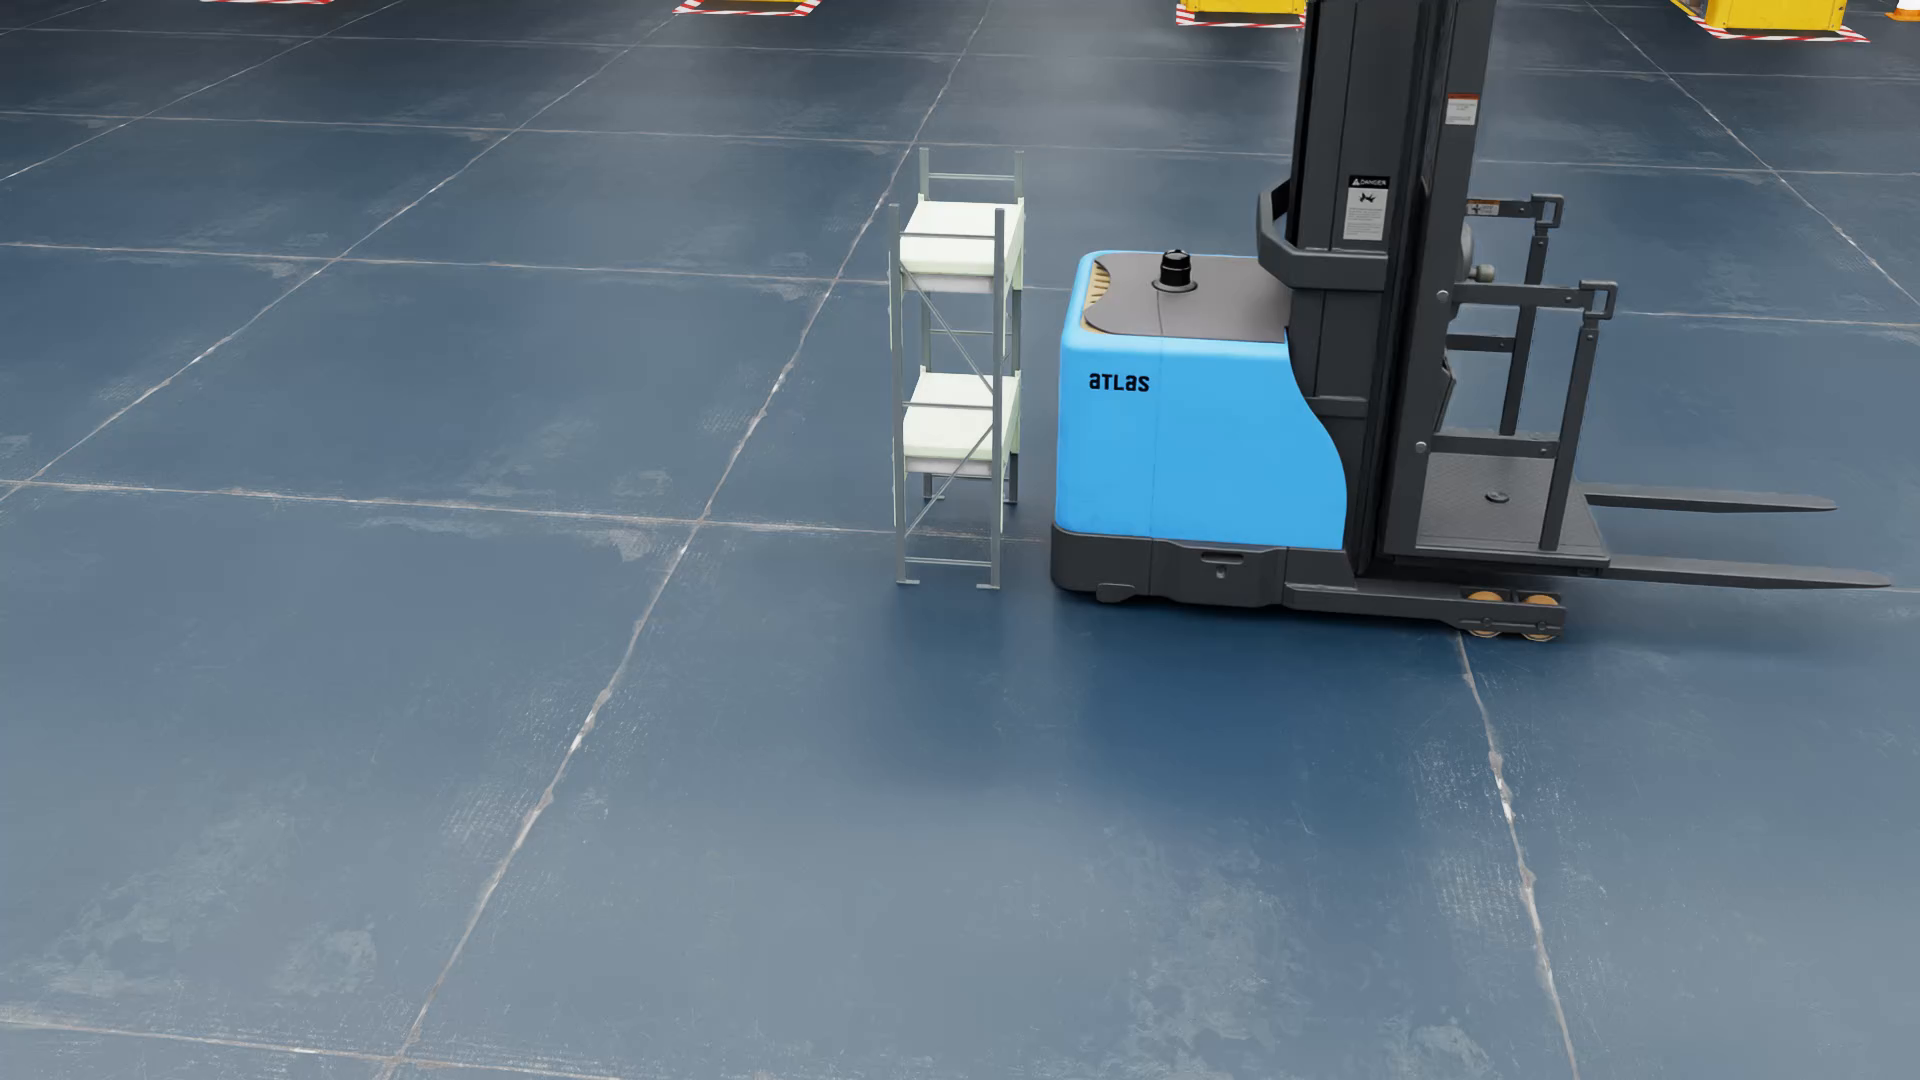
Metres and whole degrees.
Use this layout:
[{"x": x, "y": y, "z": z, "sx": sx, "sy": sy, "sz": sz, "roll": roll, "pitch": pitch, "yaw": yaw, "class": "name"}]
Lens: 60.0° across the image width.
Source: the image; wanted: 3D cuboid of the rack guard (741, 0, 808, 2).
[{"x": -2.126, "y": -5.796, "z": 16.981, "sx": 1.175, "sy": 0.500, "sz": 0.348, "roll": 3, "pitch": 28, "yaw": 6, "class": "rack guard"}]

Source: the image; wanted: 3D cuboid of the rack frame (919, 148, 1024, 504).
[{"x": 0.044, "y": -0.829, "z": 6.708, "sx": 0.400, "sy": 1.500, "sz": 0.023, "roll": 3, "pitch": 28, "yaw": 6, "class": "rack frame"}]

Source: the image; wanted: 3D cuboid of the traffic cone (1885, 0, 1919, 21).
[{"x": 9.211, "y": -5.285, "z": 16.071, "sx": 0.336, "sy": 0.463, "sz": 0.334, "roll": 3, "pitch": 28, "yaw": 6, "class": "traffic cone"}]

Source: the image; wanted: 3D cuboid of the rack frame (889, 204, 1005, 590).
[{"x": -0.046, "y": -0.485, "z": 6.069, "sx": 0.400, "sy": 1.500, "sz": 0.023, "roll": 3, "pitch": 28, "yaw": 6, "class": "rack frame"}]

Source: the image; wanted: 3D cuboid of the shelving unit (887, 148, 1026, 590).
[{"x": -0.001, "y": -0.657, "z": 6.388, "sx": 0.431, "sy": 1.500, "sz": 0.755, "roll": 3, "pitch": 28, "yaw": 6, "class": "shelving unit"}]

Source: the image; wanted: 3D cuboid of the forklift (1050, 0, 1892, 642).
[{"x": 1.902, "y": -1.190, "z": 5.869, "sx": 3.031, "sy": 2.935, "sz": 1.130, "roll": 4, "pitch": 29, "yaw": 7, "class": "forklift"}]

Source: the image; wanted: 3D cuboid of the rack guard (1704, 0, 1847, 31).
[{"x": 7.734, "y": -5.122, "z": 15.731, "sx": 1.175, "sy": 0.500, "sz": 0.348, "roll": 3, "pitch": 28, "yaw": 6, "class": "rack guard"}]

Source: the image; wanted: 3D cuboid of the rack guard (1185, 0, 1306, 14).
[{"x": 2.836, "y": -5.505, "z": 16.442, "sx": 1.175, "sy": 0.500, "sz": 0.348, "roll": 3, "pitch": 28, "yaw": 6, "class": "rack guard"}]

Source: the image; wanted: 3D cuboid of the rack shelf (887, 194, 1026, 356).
[{"x": -0.001, "y": -1.001, "z": 6.203, "sx": 0.431, "sy": 0.370, "sz": 0.720, "roll": 3, "pitch": 28, "yaw": 6, "class": "rack shelf"}]

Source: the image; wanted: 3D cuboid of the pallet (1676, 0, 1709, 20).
[{"x": 7.757, "y": -5.387, "z": 16.527, "sx": 1.003, "sy": 0.211, "sz": 1.213, "roll": 3, "pitch": 28, "yaw": 6, "class": "pallet"}]

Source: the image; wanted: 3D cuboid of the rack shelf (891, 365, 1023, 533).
[{"x": -0.001, "y": -0.370, "z": 6.543, "sx": 0.431, "sy": 0.370, "sz": 0.720, "roll": 3, "pitch": 28, "yaw": 6, "class": "rack shelf"}]
